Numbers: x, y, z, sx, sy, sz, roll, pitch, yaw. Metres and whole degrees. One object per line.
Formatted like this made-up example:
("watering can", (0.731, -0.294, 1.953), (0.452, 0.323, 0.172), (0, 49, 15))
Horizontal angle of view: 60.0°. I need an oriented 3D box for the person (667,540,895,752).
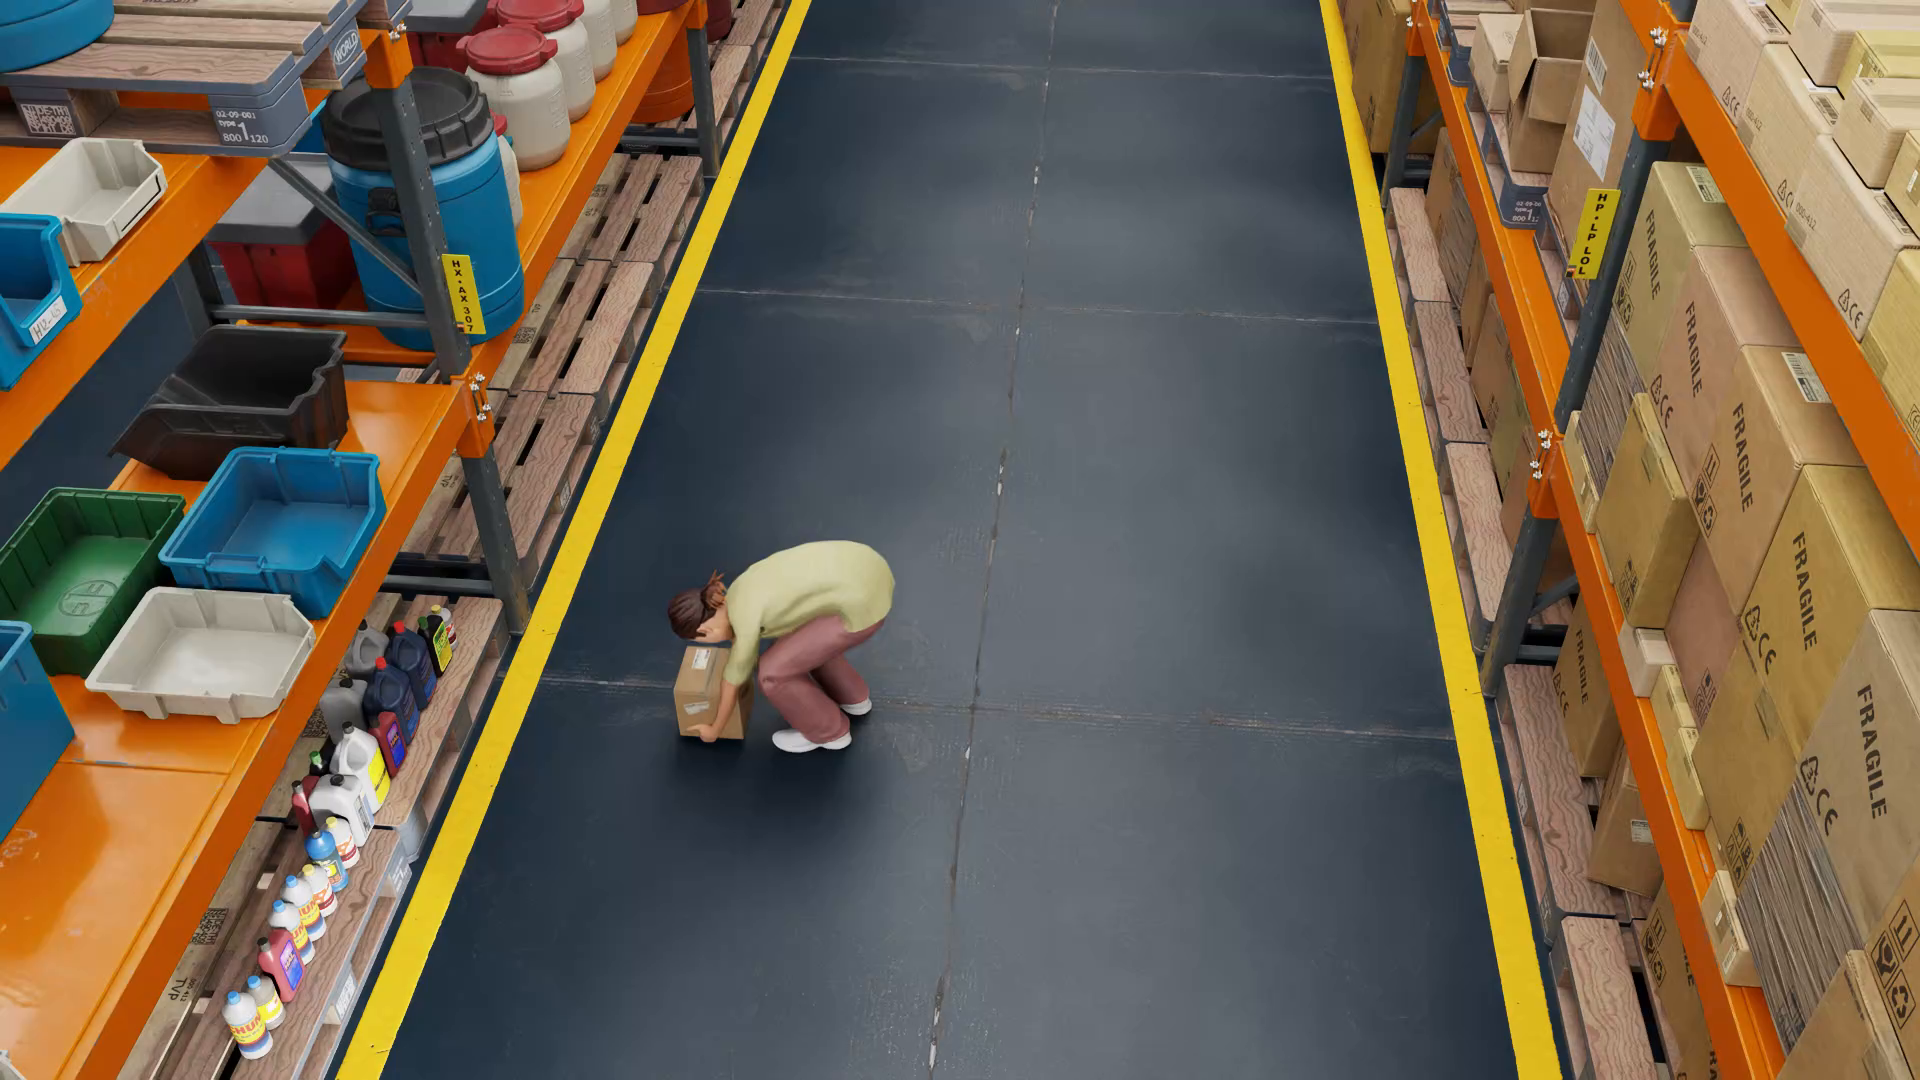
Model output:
("person", (-0.667, 0.395, 6.305), (0.849, 0.879, 0.460), (1, 40, 2))
